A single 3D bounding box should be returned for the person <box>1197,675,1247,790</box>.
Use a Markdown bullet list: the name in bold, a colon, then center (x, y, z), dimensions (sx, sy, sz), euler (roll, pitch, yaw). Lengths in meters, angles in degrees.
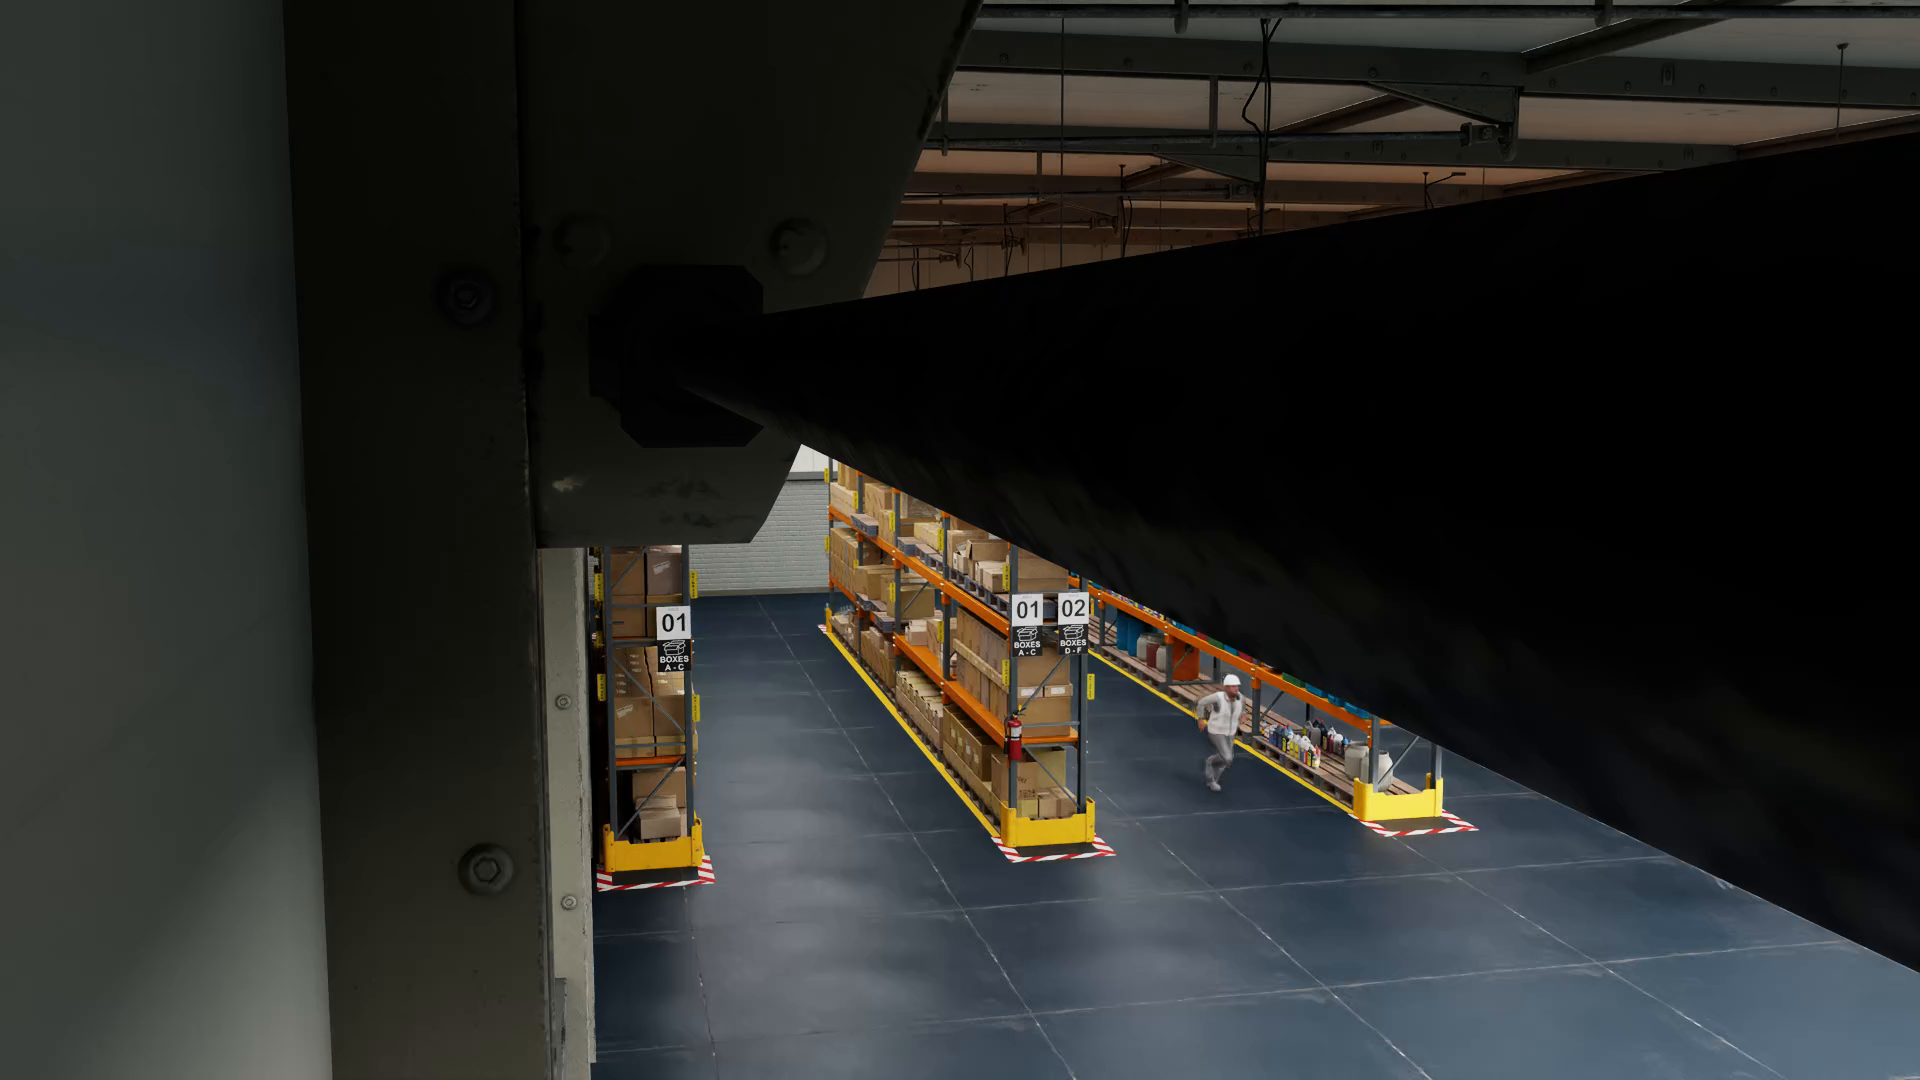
- **person**: center (3.731, 2.717, 23.416), dimensions (0.645, 1.699, 0.738), euler (-4, 8, -31)
